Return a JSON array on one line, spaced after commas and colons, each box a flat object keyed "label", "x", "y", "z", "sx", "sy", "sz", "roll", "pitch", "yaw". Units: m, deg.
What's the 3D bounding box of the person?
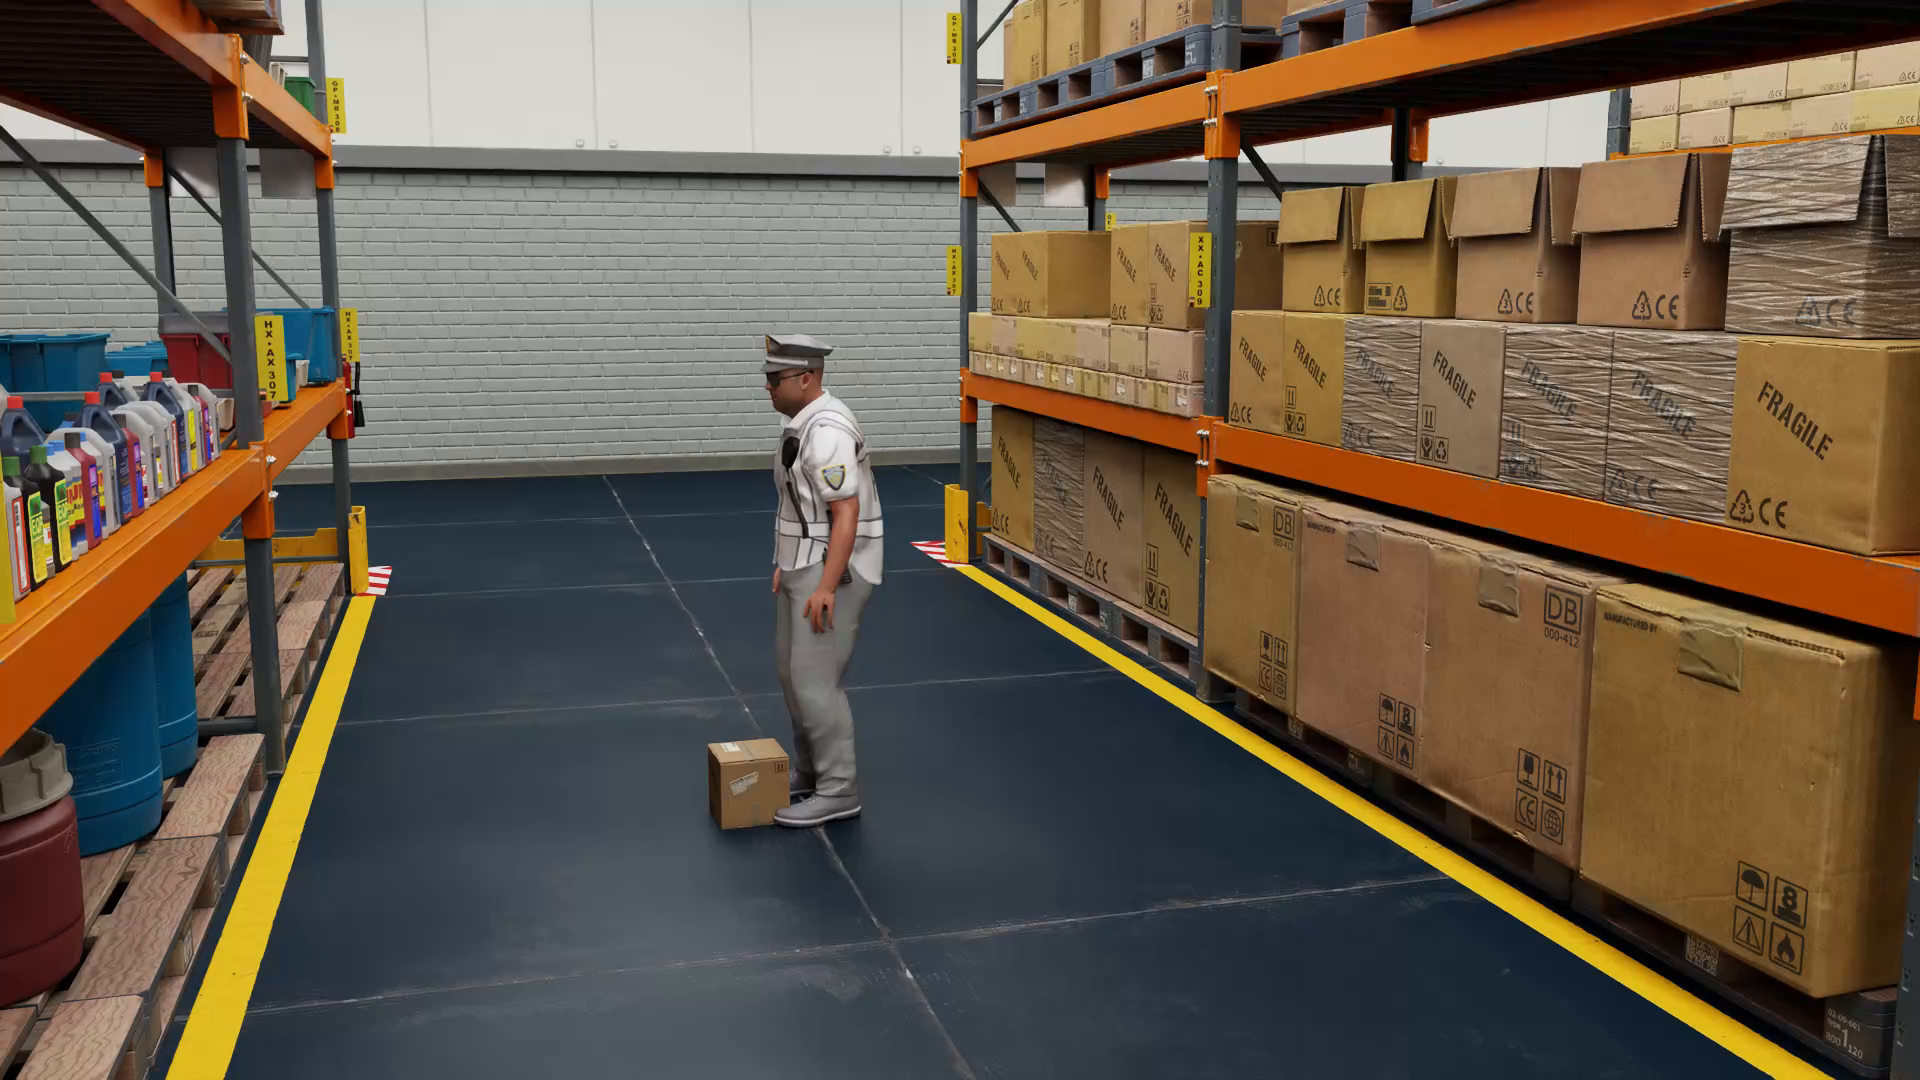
[{"label": "person", "x": -0.509, "y": 0.131, "z": 6.027, "sx": 0.429, "sy": 1.751, "sz": 0.606, "roll": -3, "pitch": 10, "yaw": -19}]
